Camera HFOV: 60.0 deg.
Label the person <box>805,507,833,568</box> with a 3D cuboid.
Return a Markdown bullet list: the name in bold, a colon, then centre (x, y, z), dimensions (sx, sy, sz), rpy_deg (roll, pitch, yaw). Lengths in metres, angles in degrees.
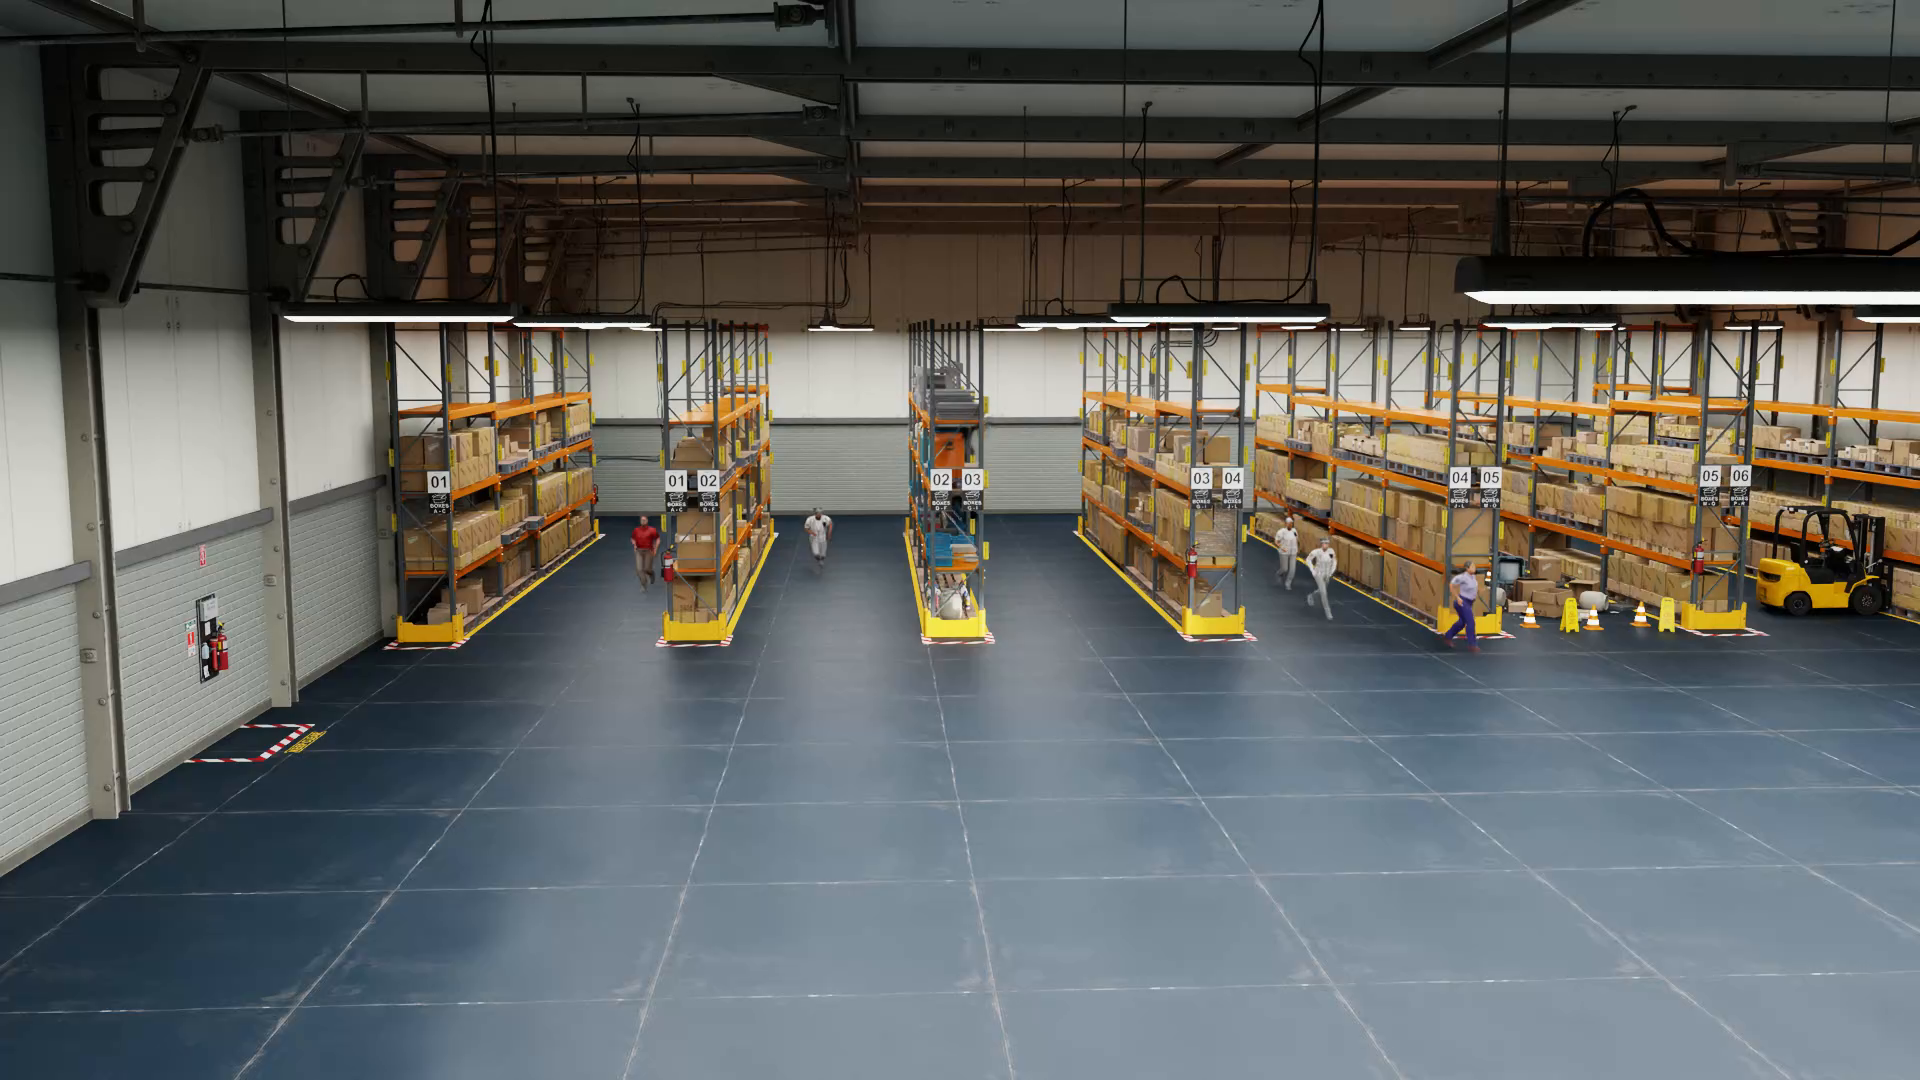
- **person**: centre (-3.355, -0.054, 39.536), dimensions (0.654, 1.531, 0.750), rpy_deg (0, 7, -3)

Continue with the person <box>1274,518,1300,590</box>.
- **person**: centre (7.368, 0.303, 37.422), dimensions (0.595, 1.622, 0.560), rpy_deg (-2, 7, -12)

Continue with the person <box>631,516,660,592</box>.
- **person**: centre (-7.062, 0.300, 37.282), dimensions (0.665, 1.688, 0.604), rpy_deg (0, 7, 3)

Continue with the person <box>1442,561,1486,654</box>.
- **person**: centre (9.120, 1.196, 30.100), dimensions (0.838, 1.673, 0.610), rpy_deg (6, 9, 39)

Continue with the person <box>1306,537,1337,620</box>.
- **person**: centre (7.346, 0.739, 33.865), dimensions (0.618, 1.681, 1.037), rpy_deg (-2, 7, -16)
